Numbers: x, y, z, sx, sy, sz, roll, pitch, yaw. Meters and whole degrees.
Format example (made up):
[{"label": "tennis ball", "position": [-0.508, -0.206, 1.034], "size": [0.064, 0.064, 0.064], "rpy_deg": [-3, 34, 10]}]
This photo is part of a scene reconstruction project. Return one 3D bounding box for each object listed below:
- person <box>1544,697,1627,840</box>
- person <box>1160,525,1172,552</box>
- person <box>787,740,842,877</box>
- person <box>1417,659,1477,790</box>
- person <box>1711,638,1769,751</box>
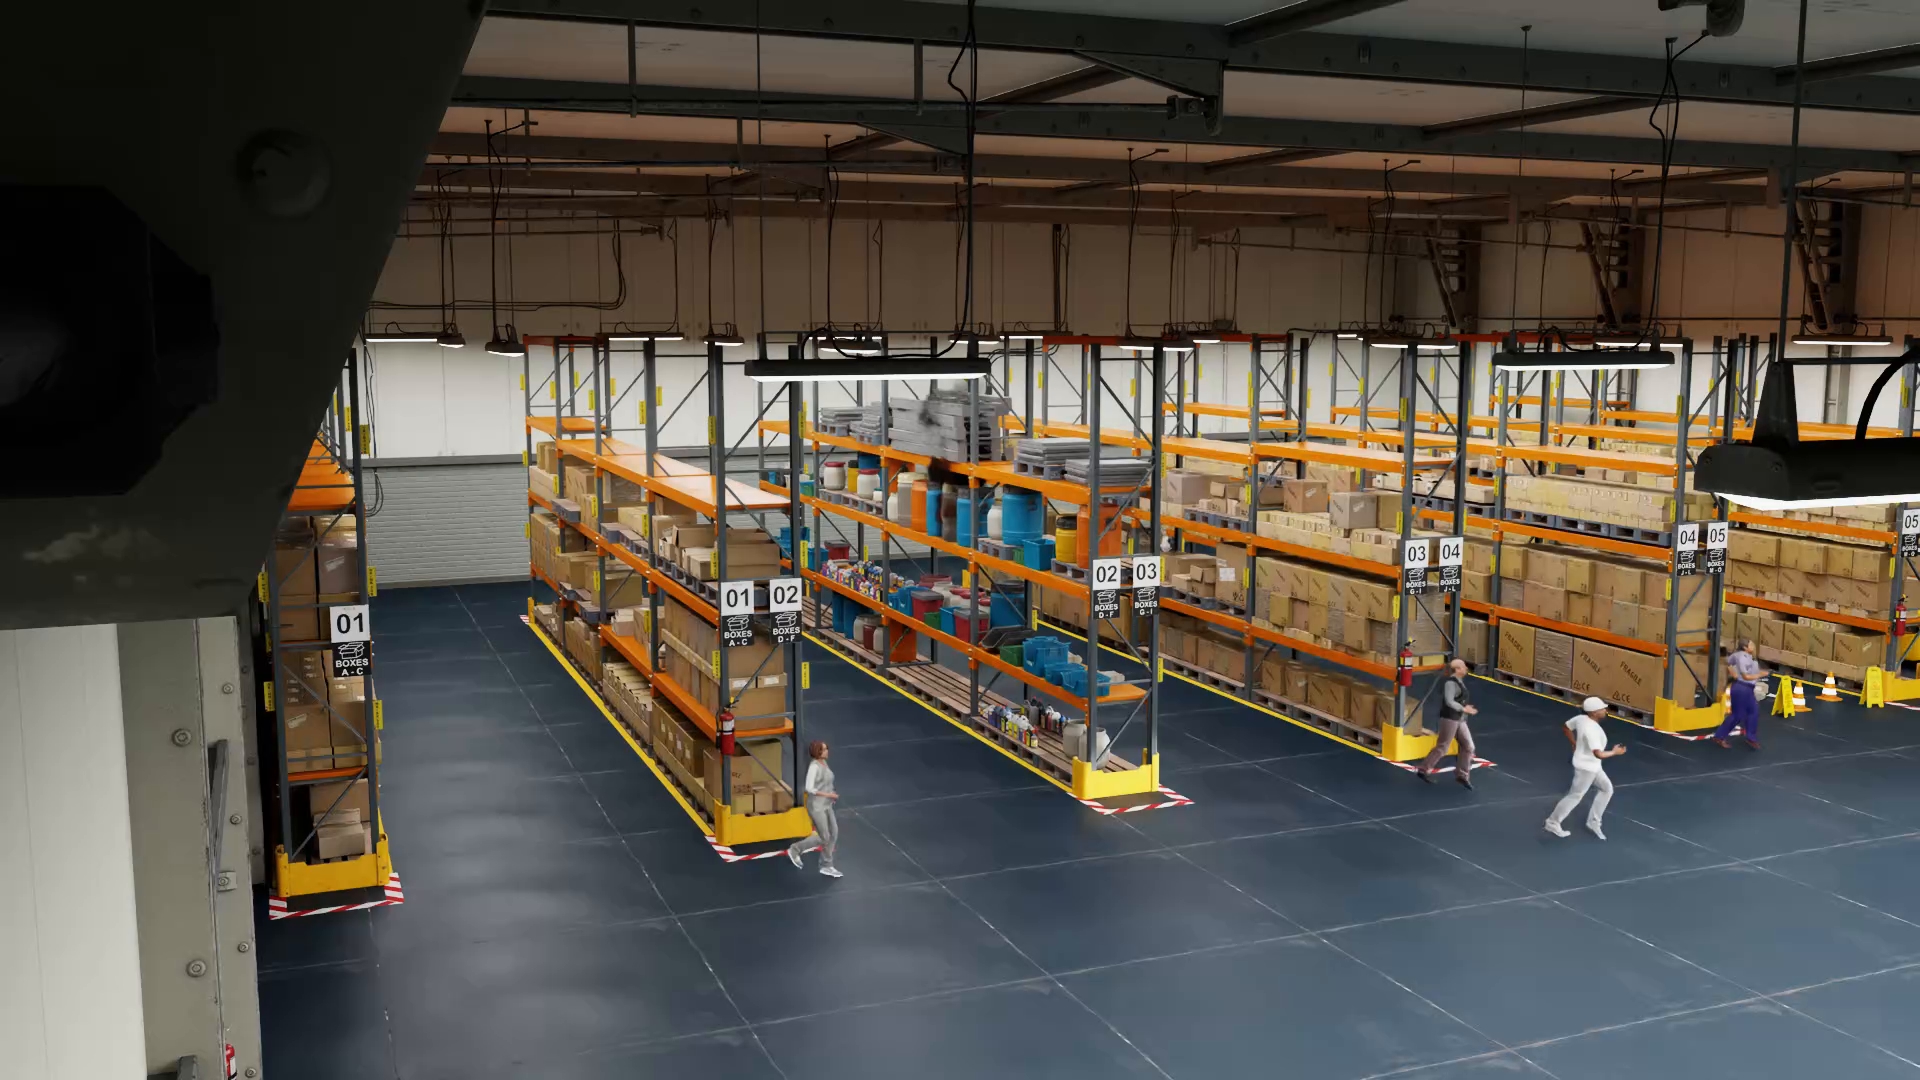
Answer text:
[{"label": "person", "position": [7.605, 2.781, 20.226], "size": [0.894, 1.800, 0.710], "rpy_deg": [2, 8, 15]}, {"label": "person", "position": [4.561, 0.514, 37.602], "size": [0.624, 1.761, 0.727], "rpy_deg": [-3, 8, -21]}, {"label": "person", "position": [-1.653, 3.056, 18.918], "size": [0.637, 1.592, 0.535], "rpy_deg": [2, 8, 13]}, {"label": "person", "position": [6.672, 2.501, 22.604], "size": [0.746, 1.794, 0.705], "rpy_deg": [4, 9, 29]}, {"label": "person", "position": [11.478, 2.282, 24.432], "size": [0.732, 1.699, 0.600], "rpy_deg": [3, 8, 22]}]
